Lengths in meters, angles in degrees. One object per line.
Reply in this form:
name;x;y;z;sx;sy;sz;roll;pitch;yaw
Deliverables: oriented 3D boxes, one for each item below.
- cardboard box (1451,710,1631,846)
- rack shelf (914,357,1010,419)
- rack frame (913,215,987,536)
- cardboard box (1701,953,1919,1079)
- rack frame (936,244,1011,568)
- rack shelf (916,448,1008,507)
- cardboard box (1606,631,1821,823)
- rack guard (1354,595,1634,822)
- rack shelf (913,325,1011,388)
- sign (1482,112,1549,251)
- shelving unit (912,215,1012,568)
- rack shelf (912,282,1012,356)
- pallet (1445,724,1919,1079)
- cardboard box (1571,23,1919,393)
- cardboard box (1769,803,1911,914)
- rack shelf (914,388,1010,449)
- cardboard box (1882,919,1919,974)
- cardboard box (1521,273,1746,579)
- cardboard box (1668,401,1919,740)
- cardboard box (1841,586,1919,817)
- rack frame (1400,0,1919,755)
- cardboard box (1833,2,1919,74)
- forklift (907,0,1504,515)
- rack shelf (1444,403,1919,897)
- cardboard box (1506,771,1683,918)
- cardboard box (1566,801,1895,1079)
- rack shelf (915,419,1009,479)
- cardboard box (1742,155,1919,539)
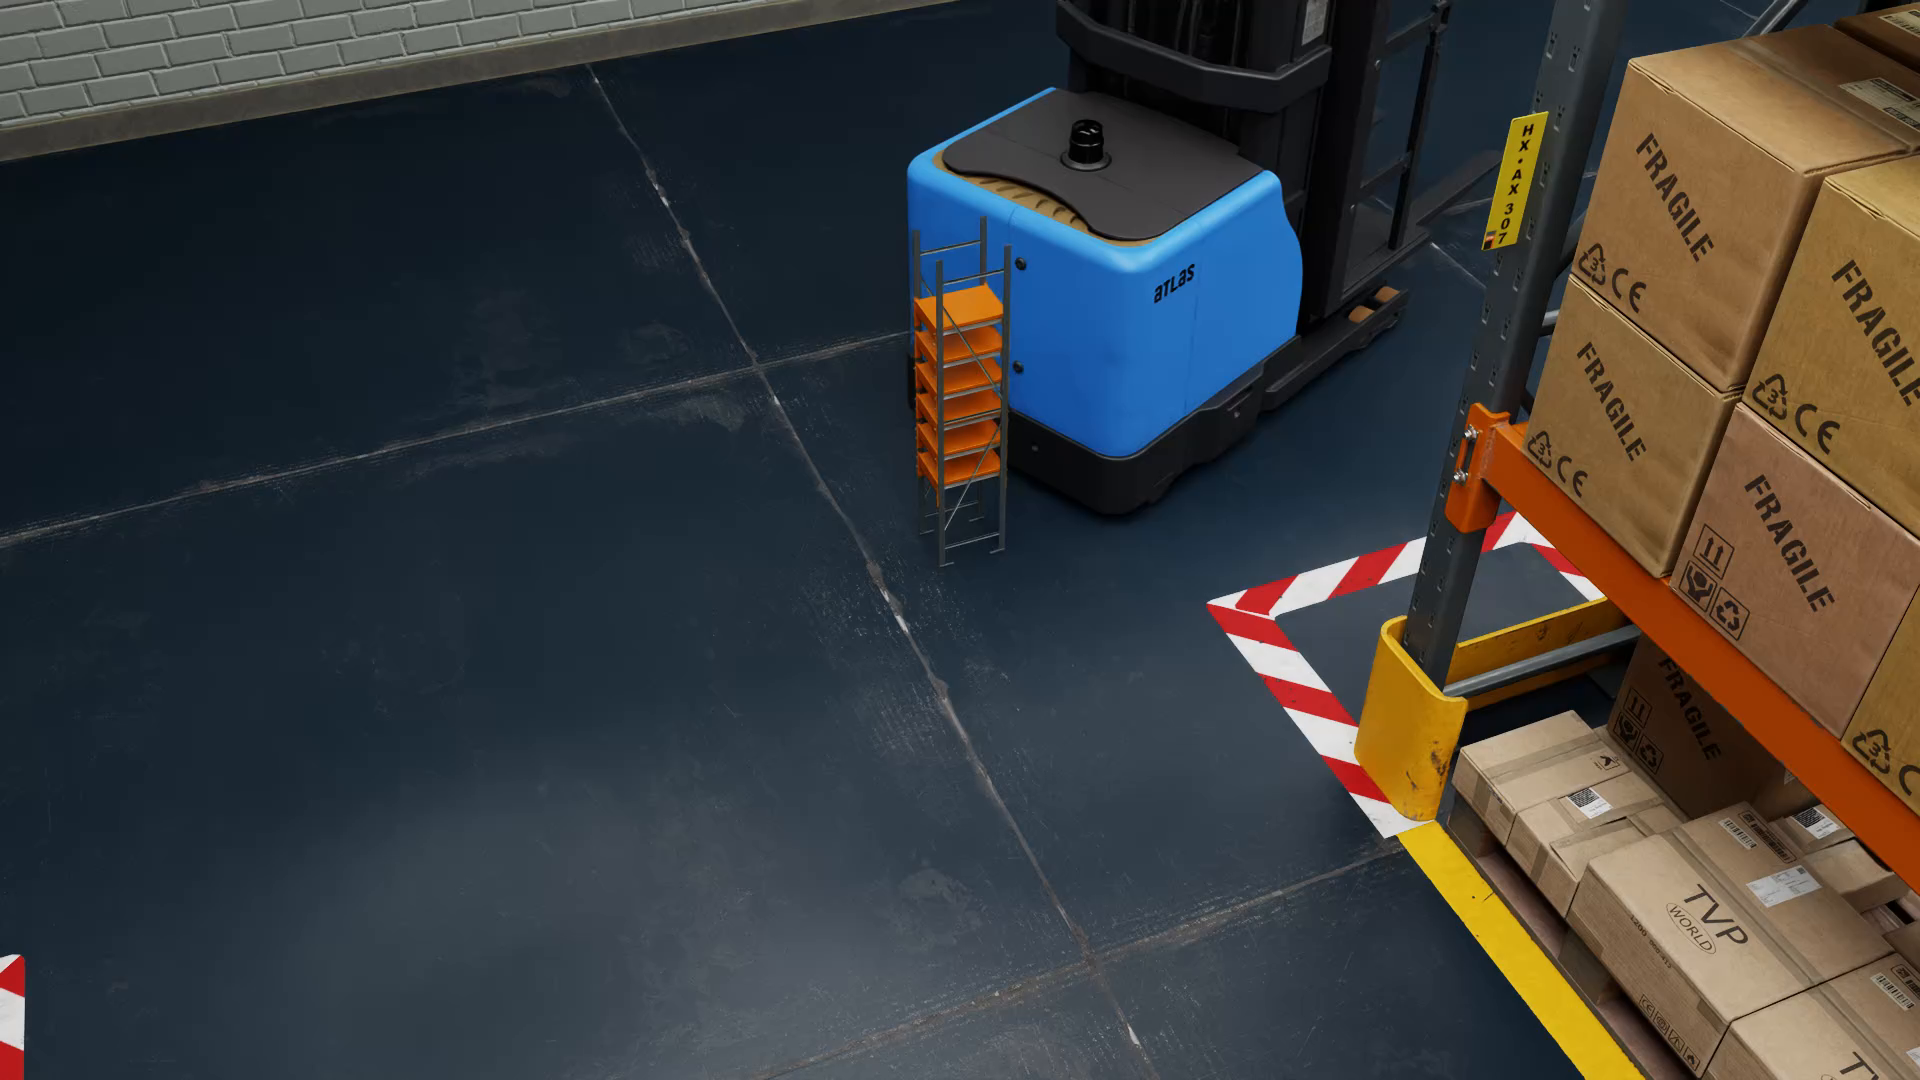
cardboard box;1.584;0.647;4.546;0.380;0.149;0.250;-15;43;-17
rack shelf;0.006;-0.504;5.299;0.258;0.103;0.180;-15;43;-17
rack frame;-0.029;-0.501;5.413;0.240;1.200;0.006;-15;43;-17
cardboard box;2.070;1.271;3.742;0.500;0.250;0.500;-15;43;-17
rack frame;0.041;-0.391;5.285;0.240;1.200;0.006;-15;43;-17
rack shelf;0.006;-0.231;5.534;0.258;0.103;0.180;-15;43;-17
cardboard box;2.177;0.442;4.515;0.500;0.500;0.500;-15;43;-17
rack guard;1.771;0.388;4.915;1.175;0.500;0.348;-15;43;-17
rack shelf;0.006;-0.594;5.221;0.258;0.103;0.180;-15;43;-17
sign;1.240;-0.798;3.713;0.100;0.325;0.005;-15;43;-17
shelving unit;0.006;-0.446;5.349;0.258;1.200;0.189;-15;43;-17
rack shelf;0.006;-0.685;5.143;0.258;0.103;0.180;-15;43;-17
pallet;2.077;0.978;4.451;1.003;0.211;1.213;-15;43;-17
cardboard box;1.668;-0.689;3.407;0.500;0.500;0.500;-14;43;-16
cardboard box;2.249;0.835;4.314;0.380;0.166;0.250;-15;43;-17
rack shelf;0.006;-0.413;5.378;0.258;0.103;0.180;-15;43;-17
cardboard box;2.513;1.117;3.922;0.500;0.250;0.500;-15;43;-17
cardboard box;1.668;-0.310;3.733;0.500;0.500;0.500;-14;43;-16
cardboard box;1.870;0.000;3.373;0.500;0.500;0.500;-16;43;-17
cardboard box;2.059;0.303;3.021;0.500;0.500;0.500;-15;43;-17
rack frame;1.742;-0.605;4.153;1.000;3.000;0.127;-15;43;-17
cardboard box;2.166;-0.823;3.562;0.500;0.500;0.500;-15;43;-17
forklift;1.166;-2.076;5.917;1.130;2.935;3.031;31;49;31
rack shelf;2.507;0.873;2.987;1.077;0.370;4.000;-15;43;-17
cardboard box;1.680;0.791;4.365;0.380;0.166;0.250;-15;43;-17
cardboard box;1.879;0.970;4.093;0.500;0.250;0.500;-15;43;-17
rack shelf;0.006;-0.322;5.456;0.258;0.103;0.180;-15;43;-17
cardboard box;1.875;-0.376;3.043;0.500;0.500;0.500;-15;43;-16
